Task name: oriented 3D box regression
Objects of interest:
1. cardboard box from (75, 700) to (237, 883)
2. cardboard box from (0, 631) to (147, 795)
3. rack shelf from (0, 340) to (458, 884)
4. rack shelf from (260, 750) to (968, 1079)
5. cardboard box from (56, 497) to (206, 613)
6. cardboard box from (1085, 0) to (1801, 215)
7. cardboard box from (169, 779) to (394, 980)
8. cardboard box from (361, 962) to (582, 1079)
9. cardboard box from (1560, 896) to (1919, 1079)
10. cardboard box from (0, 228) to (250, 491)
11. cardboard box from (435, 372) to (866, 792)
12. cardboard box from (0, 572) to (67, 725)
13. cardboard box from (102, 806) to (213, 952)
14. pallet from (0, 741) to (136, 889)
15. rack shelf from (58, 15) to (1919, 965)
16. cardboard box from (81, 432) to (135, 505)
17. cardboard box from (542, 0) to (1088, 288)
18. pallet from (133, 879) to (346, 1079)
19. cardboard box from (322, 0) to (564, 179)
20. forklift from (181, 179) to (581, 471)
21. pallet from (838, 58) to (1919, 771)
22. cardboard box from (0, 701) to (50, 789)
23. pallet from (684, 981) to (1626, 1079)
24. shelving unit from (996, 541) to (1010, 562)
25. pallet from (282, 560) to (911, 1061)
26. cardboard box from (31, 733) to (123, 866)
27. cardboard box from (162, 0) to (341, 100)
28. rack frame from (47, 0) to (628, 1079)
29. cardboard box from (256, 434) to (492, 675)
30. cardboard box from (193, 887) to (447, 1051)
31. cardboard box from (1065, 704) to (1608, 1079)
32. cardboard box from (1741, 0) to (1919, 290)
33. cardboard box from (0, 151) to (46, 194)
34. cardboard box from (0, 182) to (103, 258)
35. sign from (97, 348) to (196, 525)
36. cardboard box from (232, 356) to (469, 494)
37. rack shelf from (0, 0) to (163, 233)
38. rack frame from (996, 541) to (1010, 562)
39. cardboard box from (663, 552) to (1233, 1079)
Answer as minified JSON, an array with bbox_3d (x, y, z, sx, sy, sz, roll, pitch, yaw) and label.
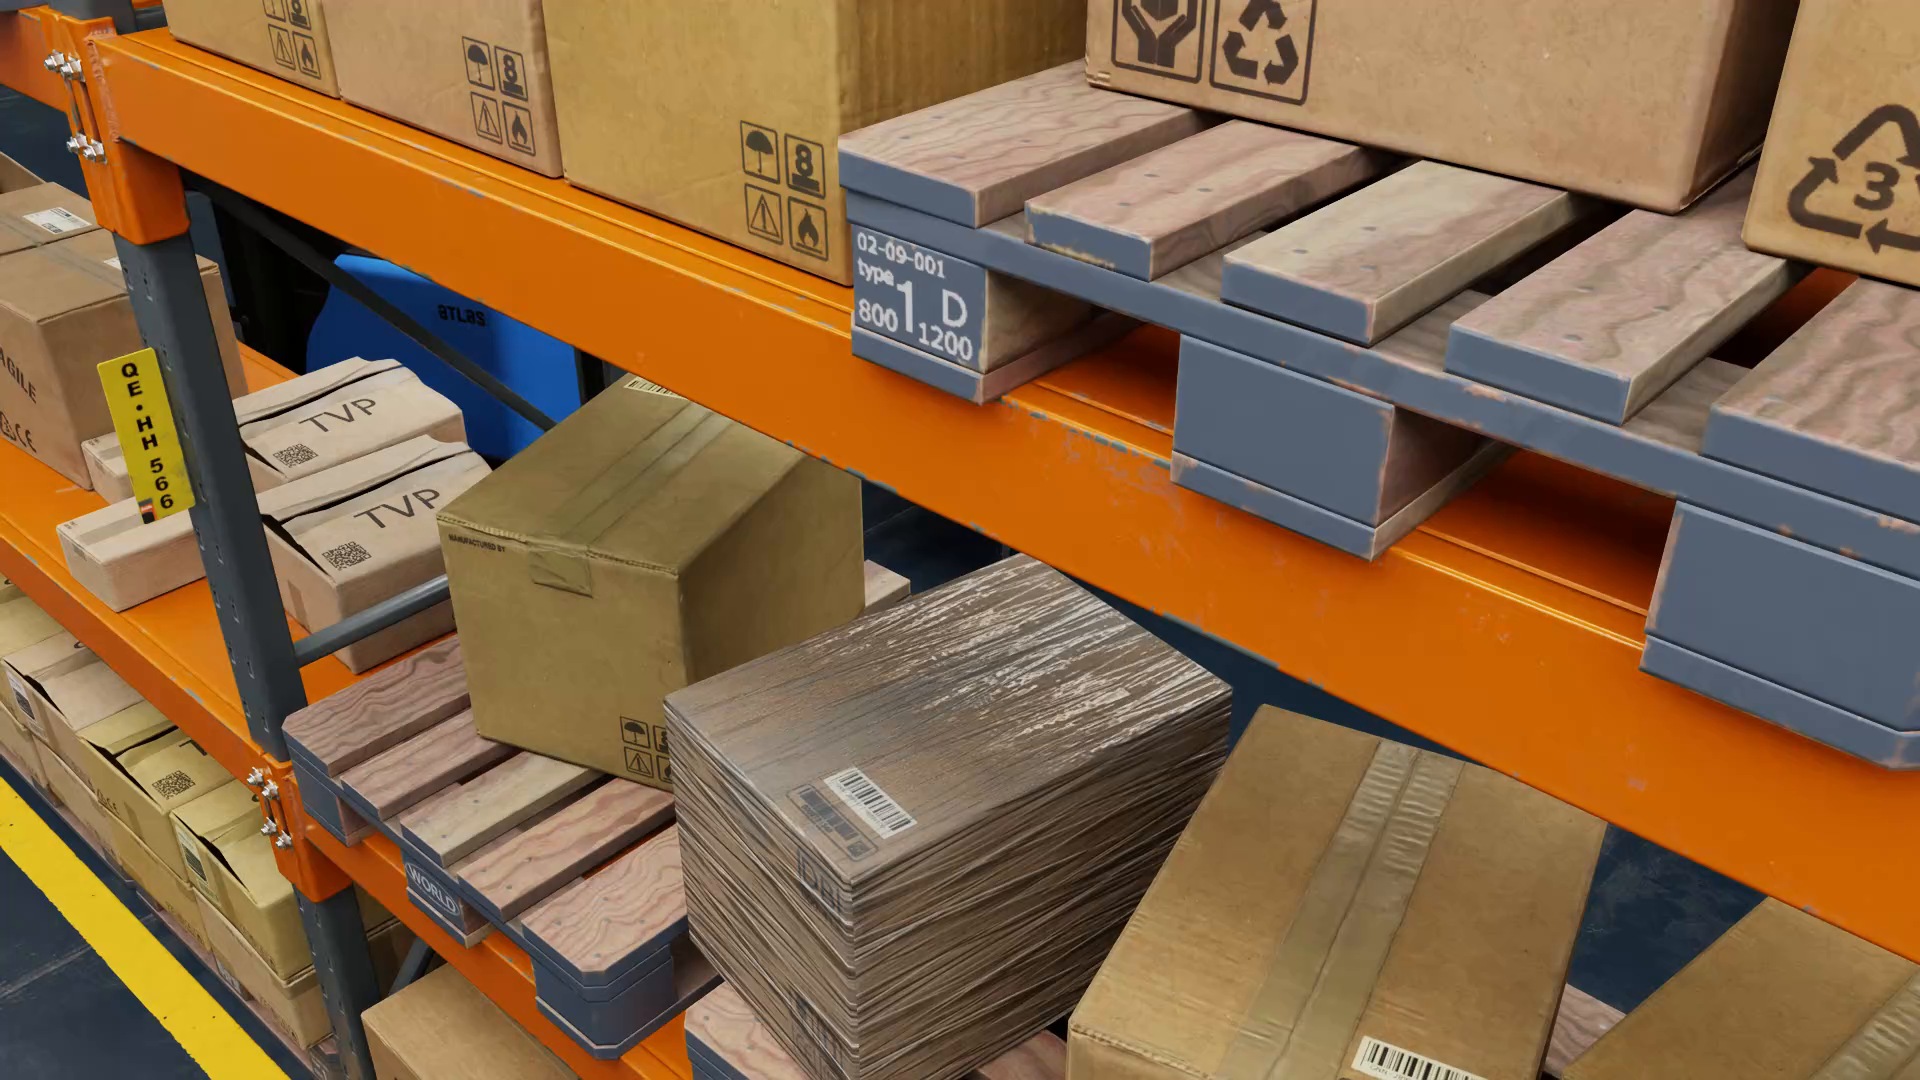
[{"bbox_3d":[-2.052,0.590,4.577,0.500,0.311,0.500,24,39,34],"label":"cardboard box"},{"bbox_3d":[-2.424,0.414,4.869,0.500,0.311,0.500,25,39,35],"label":"cardboard box"},{"bbox_3d":[-2.591,-0.288,5.017,4.000,0.370,1.077,25,39,35],"label":"rack shelf"},{"bbox_3d":[0.375,1.097,2.717,4.000,0.370,1.077,25,39,35],"label":"rack shelf"},{"bbox_3d":[-1.960,-0.002,4.088,0.250,0.149,0.380,25,39,35],"label":"cardboard box"},{"bbox_3d":[0.543,-0.733,1.550,0.600,0.600,0.600,23,38,33],"label":"cardboard box"},{"bbox_3d":[-1.662,0.767,4.282,0.500,0.311,0.500,26,40,36],"label":"cardboard box"},{"bbox_3d":[-0.963,1.246,3.770,0.500,0.500,0.500,27,40,37],"label":"cardboard box"},{"bbox_3d":[1.104,0.795,2.017,0.700,0.500,0.500,-22,38,-32],"label":"cardboard box"},{"bbox_3d":[-2.363,-0.521,4.610,0.500,0.500,0.500,23,38,33],"label":"cardboard box"},{"bbox_3d":[-0.566,0.048,3.257,0.500,0.500,0.700,12,33,19],"label":"cardboard box"},{"bbox_3d":[-2.794,0.240,5.159,0.500,0.311,0.500,26,40,36],"label":"cardboard box"},{"bbox_3d":[-2.047,0.829,4.724,0.500,0.250,0.500,25,39,35],"label":"cardboard box"},{"bbox_3d":[-2.593,0.569,5.600,1.213,0.211,1.003,25,39,35],"label":"pallet"},{"bbox_3d":[0.375,-0.188,1.944,4.000,0.370,1.077,25,39,35],"label":"rack shelf"},{"bbox_3d":[-2.092,-0.216,4.444,0.380,0.149,0.250,-26,40,-36],"label":"cardboard box"},{"bbox_3d":[0.001,-0.737,2.061,0.500,0.500,0.910,25,39,35],"label":"cardboard box"},{"bbox_3d":[-1.692,0.991,4.899,1.213,0.211,1.003,25,39,35],"label":"pallet"},{"bbox_3d":[-0.384,-0.917,2.359,0.500,0.500,0.910,25,39,35],"label":"cardboard box"},{"bbox_3d":[-2.946,-1.811,6.916,3.031,2.935,1.130,11,33,17],"label":"forklift"},{"bbox_3d":[0.650,-0.334,1.671,1.003,0.211,1.213,25,39,35],"label":"pallet"},{"bbox_3d":[-2.801,0.477,5.309,0.500,0.250,0.500,26,40,36],"label":"cardboard box"},{"bbox_3d":[0.337,0.850,2.616,1.213,0.211,1.003,25,39,35],"label":"pallet"},{"bbox_3d":[-0.063,-0.672,6.412,1.048,1.500,0.538,25,39,35],"label":"shelving unit"},{"bbox_3d":[-0.559,0.386,3.386,1.003,0.211,1.213,25,39,35],"label":"pallet"},{"bbox_3d":[-2.417,0.653,5.015,0.500,0.250,0.500,26,40,36],"label":"cardboard box"},{"bbox_3d":[-0.762,-1.093,2.653,0.500,0.500,0.910,25,39,35],"label":"cardboard box"},{"bbox_3d":[-1.108,0.096,3.682,0.127,3.000,1.000,25,39,35],"label":"rack frame"},{"bbox_3d":[-1.349,-0.008,3.941,0.500,0.311,0.500,-27,40,-37],"label":"cardboard box"},{"bbox_3d":[-1.662,1.006,4.430,0.500,0.250,0.500,26,40,36],"label":"cardboard box"},{"bbox_3d":[0.506,0.670,2.224,0.500,0.500,0.700,15,34,23],"label":"cardboard box"},{"bbox_3d":[1.023,-0.495,1.155,0.600,0.600,0.600,25,39,35],"label":"cardboard box"},{"bbox_3d":[-3.125,-0.876,5.201,0.500,0.500,0.500,-26,40,-36],"label":"cardboard box"},{"bbox_3d":[-2.754,-0.703,4.913,0.500,0.500,0.500,25,39,35],"label":"cardboard box"},{"bbox_3d":[-1.478,-0.186,3.028,0.005,0.325,0.100,25,39,35],"label":"sign"},{"bbox_3d":[-1.641,-0.249,4.342,0.500,0.311,0.500,25,39,35],"label":"cardboard box"},{"bbox_3d":[-2.591,-1.573,4.243,4.000,0.370,1.077,25,39,35],"label":"rack shelf"},{"bbox_3d":[0.314,-0.496,6.120,0.032,1.500,0.500,25,39,35],"label":"rack frame"},{"bbox_3d":[-0.016,0.438,2.610,0.700,0.500,0.500,-21,37,-31],"label":"cardboard box"}]
